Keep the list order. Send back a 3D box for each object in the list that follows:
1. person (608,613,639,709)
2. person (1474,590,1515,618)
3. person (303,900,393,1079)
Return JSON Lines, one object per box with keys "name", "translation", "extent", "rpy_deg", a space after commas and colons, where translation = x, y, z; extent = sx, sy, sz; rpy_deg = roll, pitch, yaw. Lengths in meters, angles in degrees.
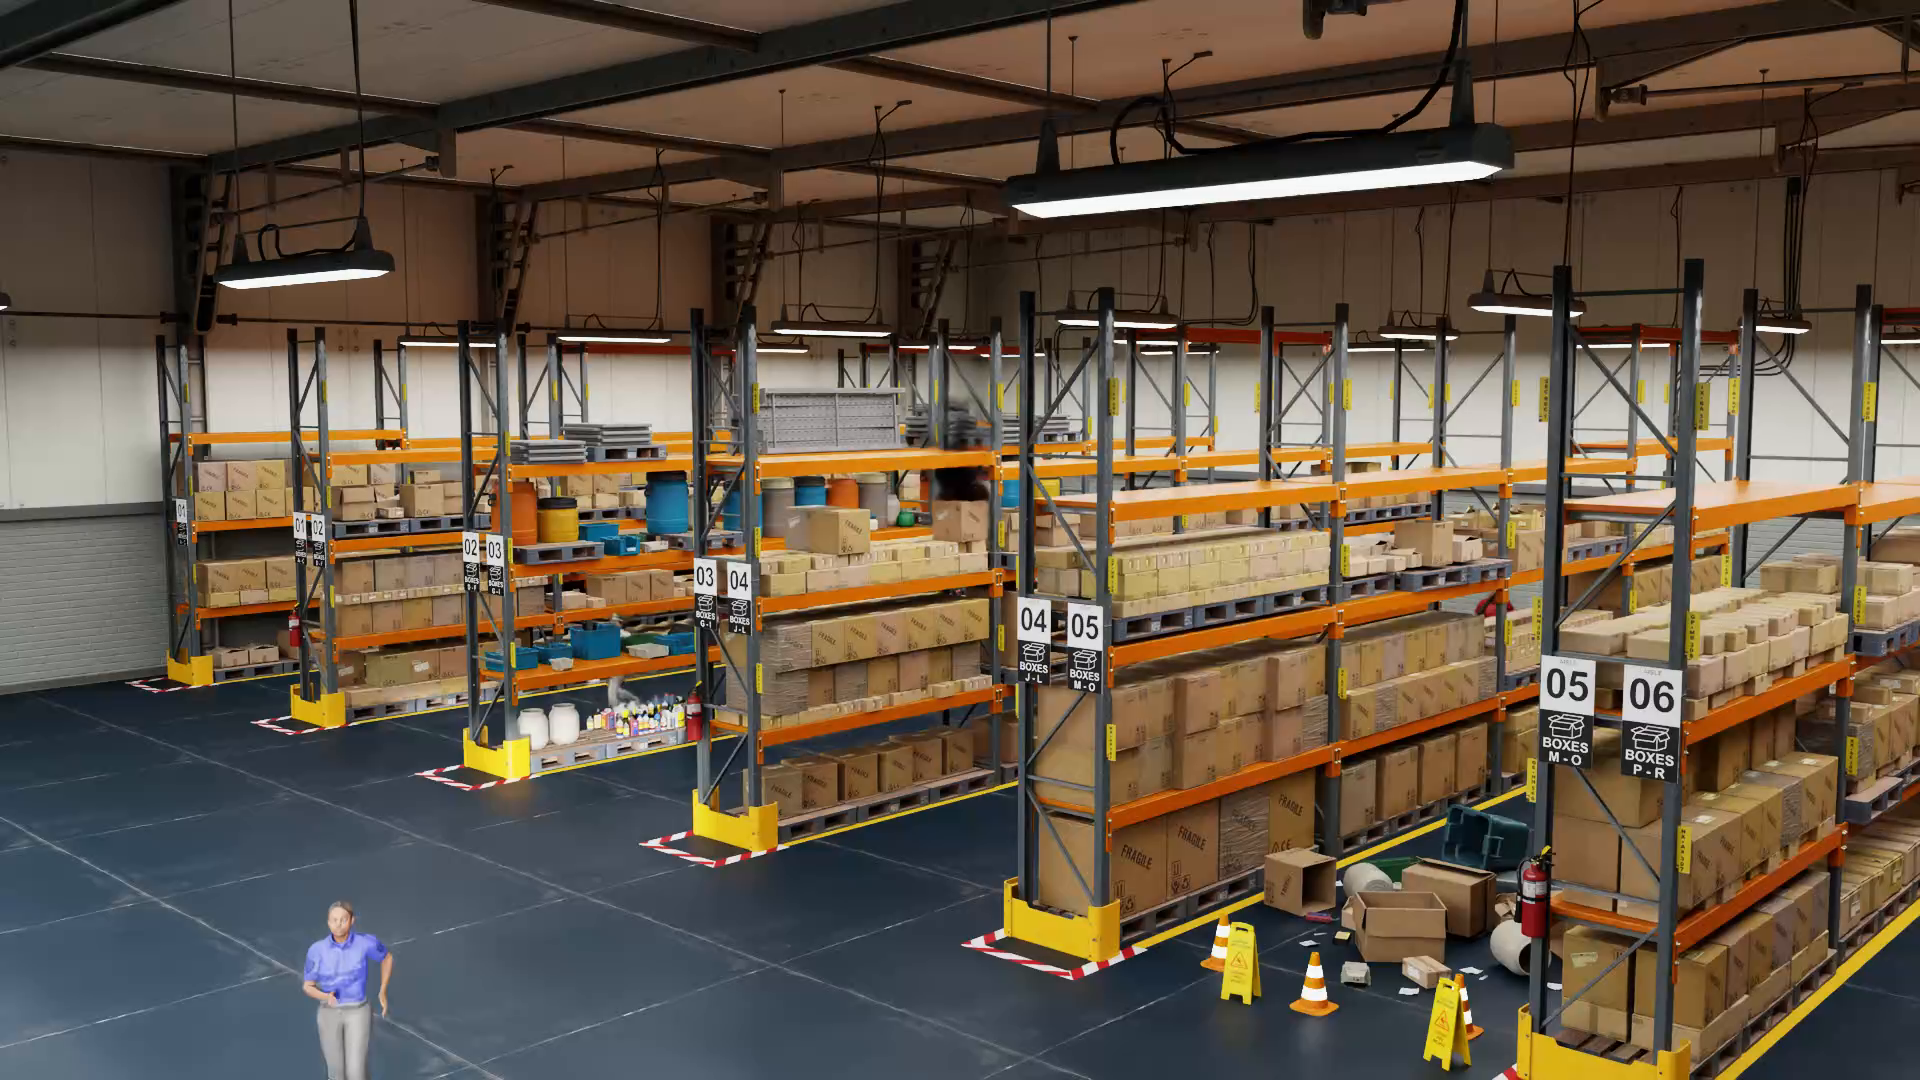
{"name": "person", "translation": [-5.211, 1.943, 25.516], "extent": [0.620, 1.688, 0.785], "rpy_deg": [4, 7, 36]}
{"name": "person", "translation": [9.311, 1.619, 28.968], "extent": [0.708, 1.665, 0.815], "rpy_deg": [2, 6, 18]}
{"name": "person", "translation": [-4.178, 3.284, 11.336], "extent": [0.544, 1.664, 0.688], "rpy_deg": [-1, 5, -9]}
